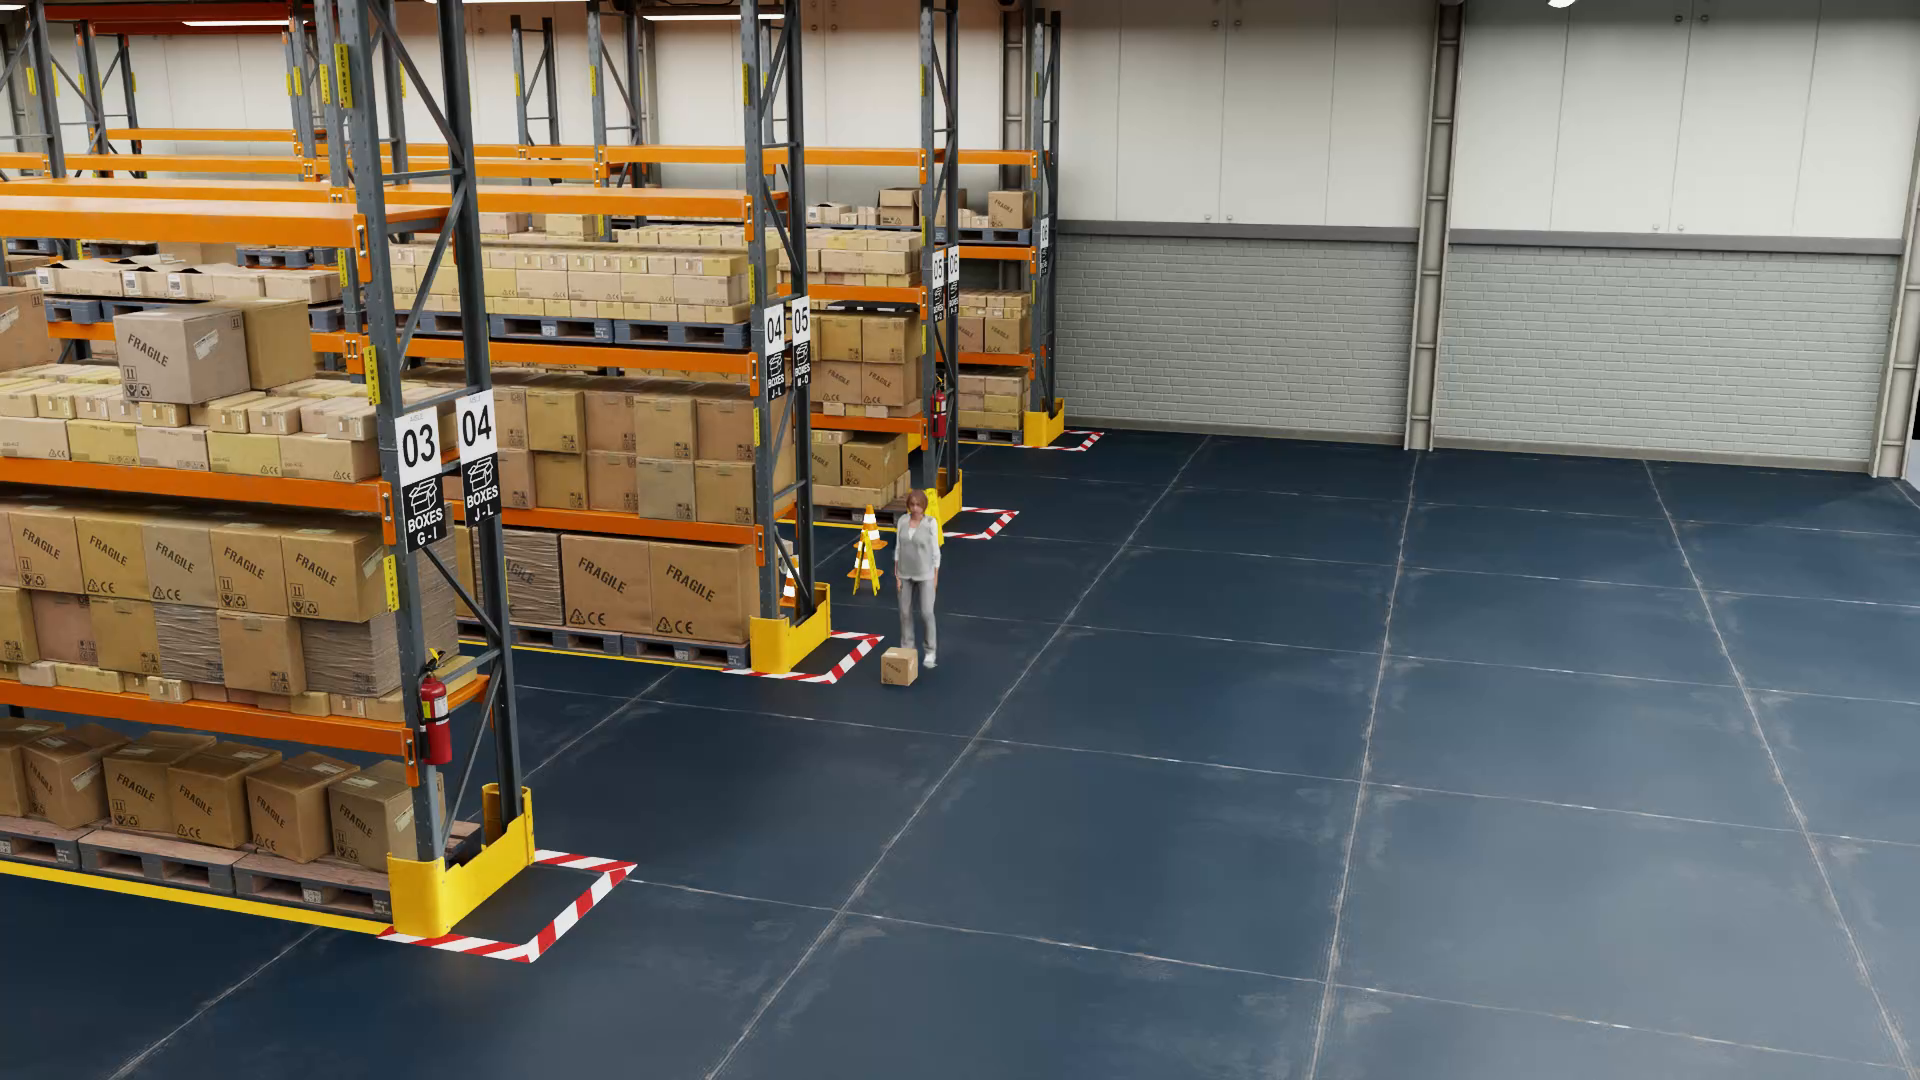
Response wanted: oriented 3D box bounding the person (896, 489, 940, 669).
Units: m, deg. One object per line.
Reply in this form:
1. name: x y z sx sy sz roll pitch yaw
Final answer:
1. person: -0.376 0.342 14.703 0.407 1.614 0.312 5 16 17
